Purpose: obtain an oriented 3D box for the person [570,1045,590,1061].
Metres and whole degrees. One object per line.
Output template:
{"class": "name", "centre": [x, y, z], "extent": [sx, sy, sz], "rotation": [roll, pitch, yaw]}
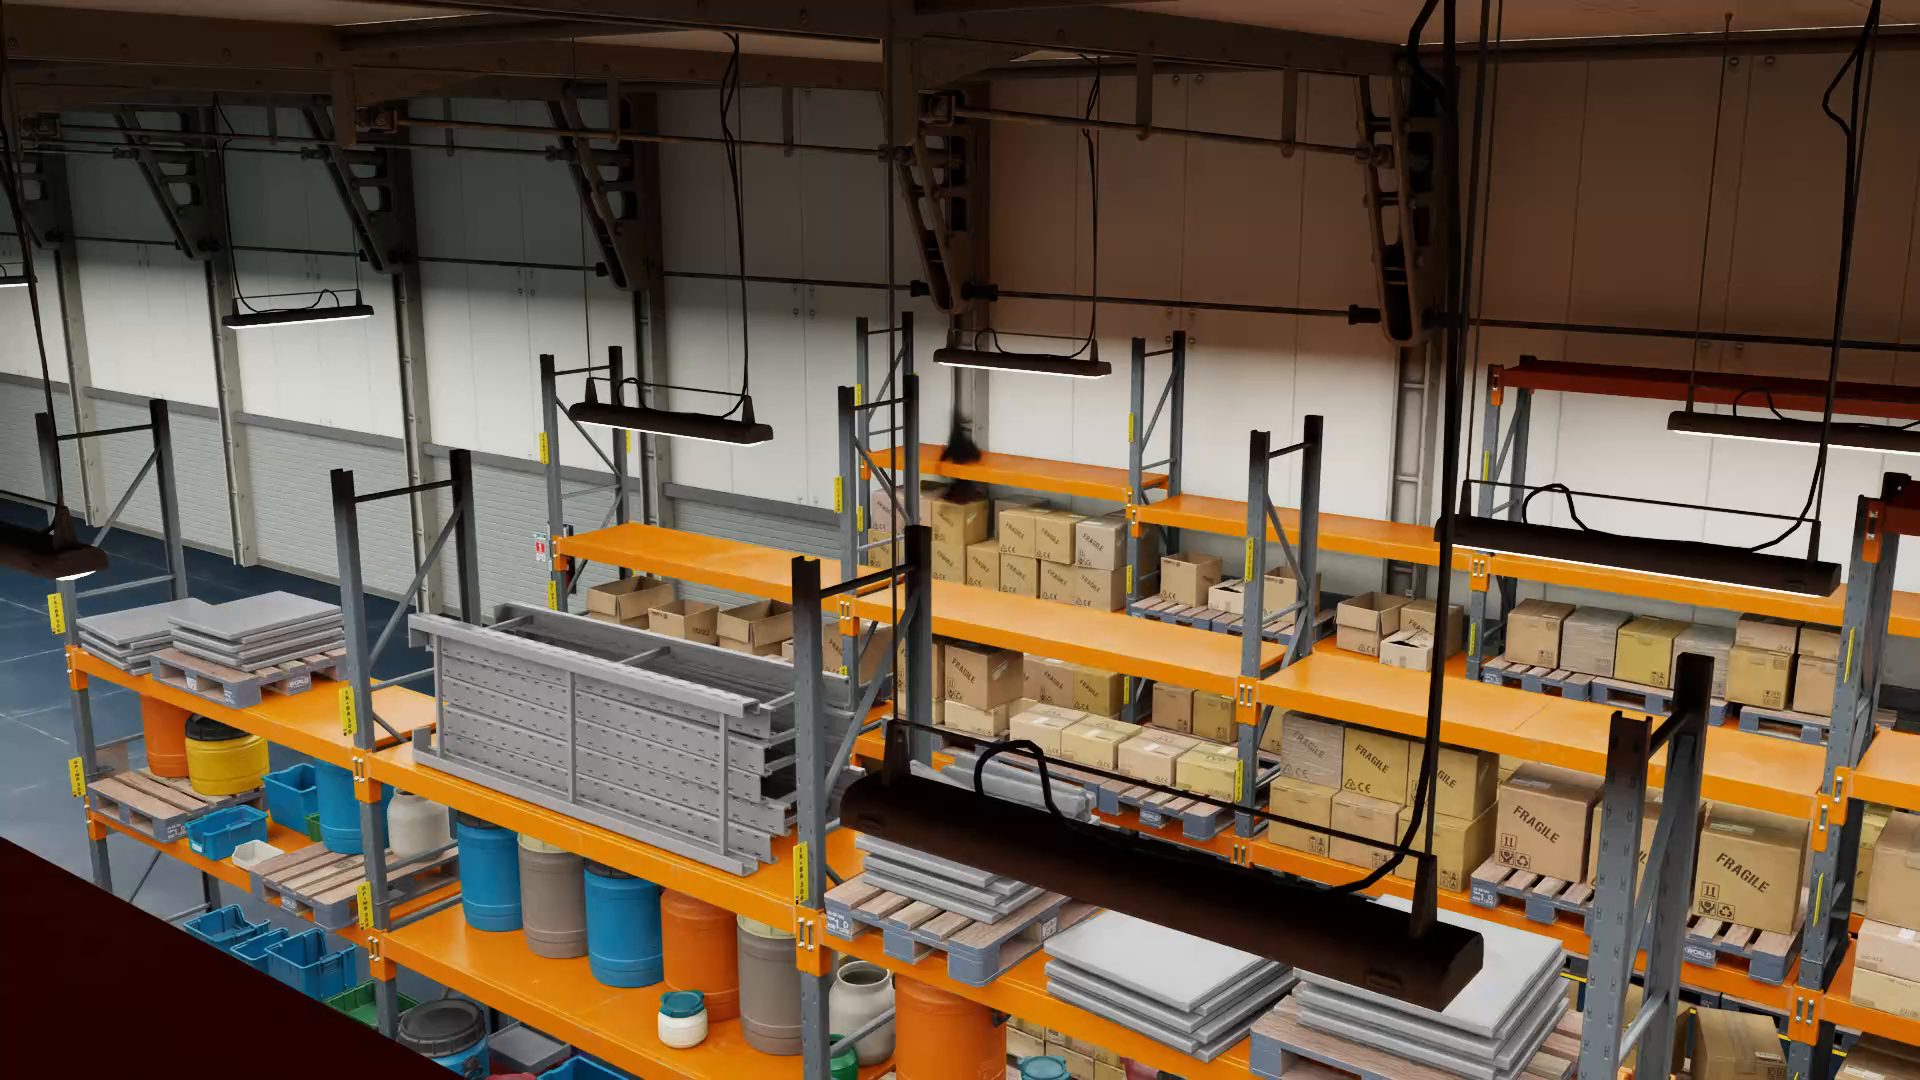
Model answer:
{"class": "person", "centre": [-3.429, 4.094, 14.066], "extent": [0.901, 1.666, 0.609], "rotation": [12, 17, 41]}
